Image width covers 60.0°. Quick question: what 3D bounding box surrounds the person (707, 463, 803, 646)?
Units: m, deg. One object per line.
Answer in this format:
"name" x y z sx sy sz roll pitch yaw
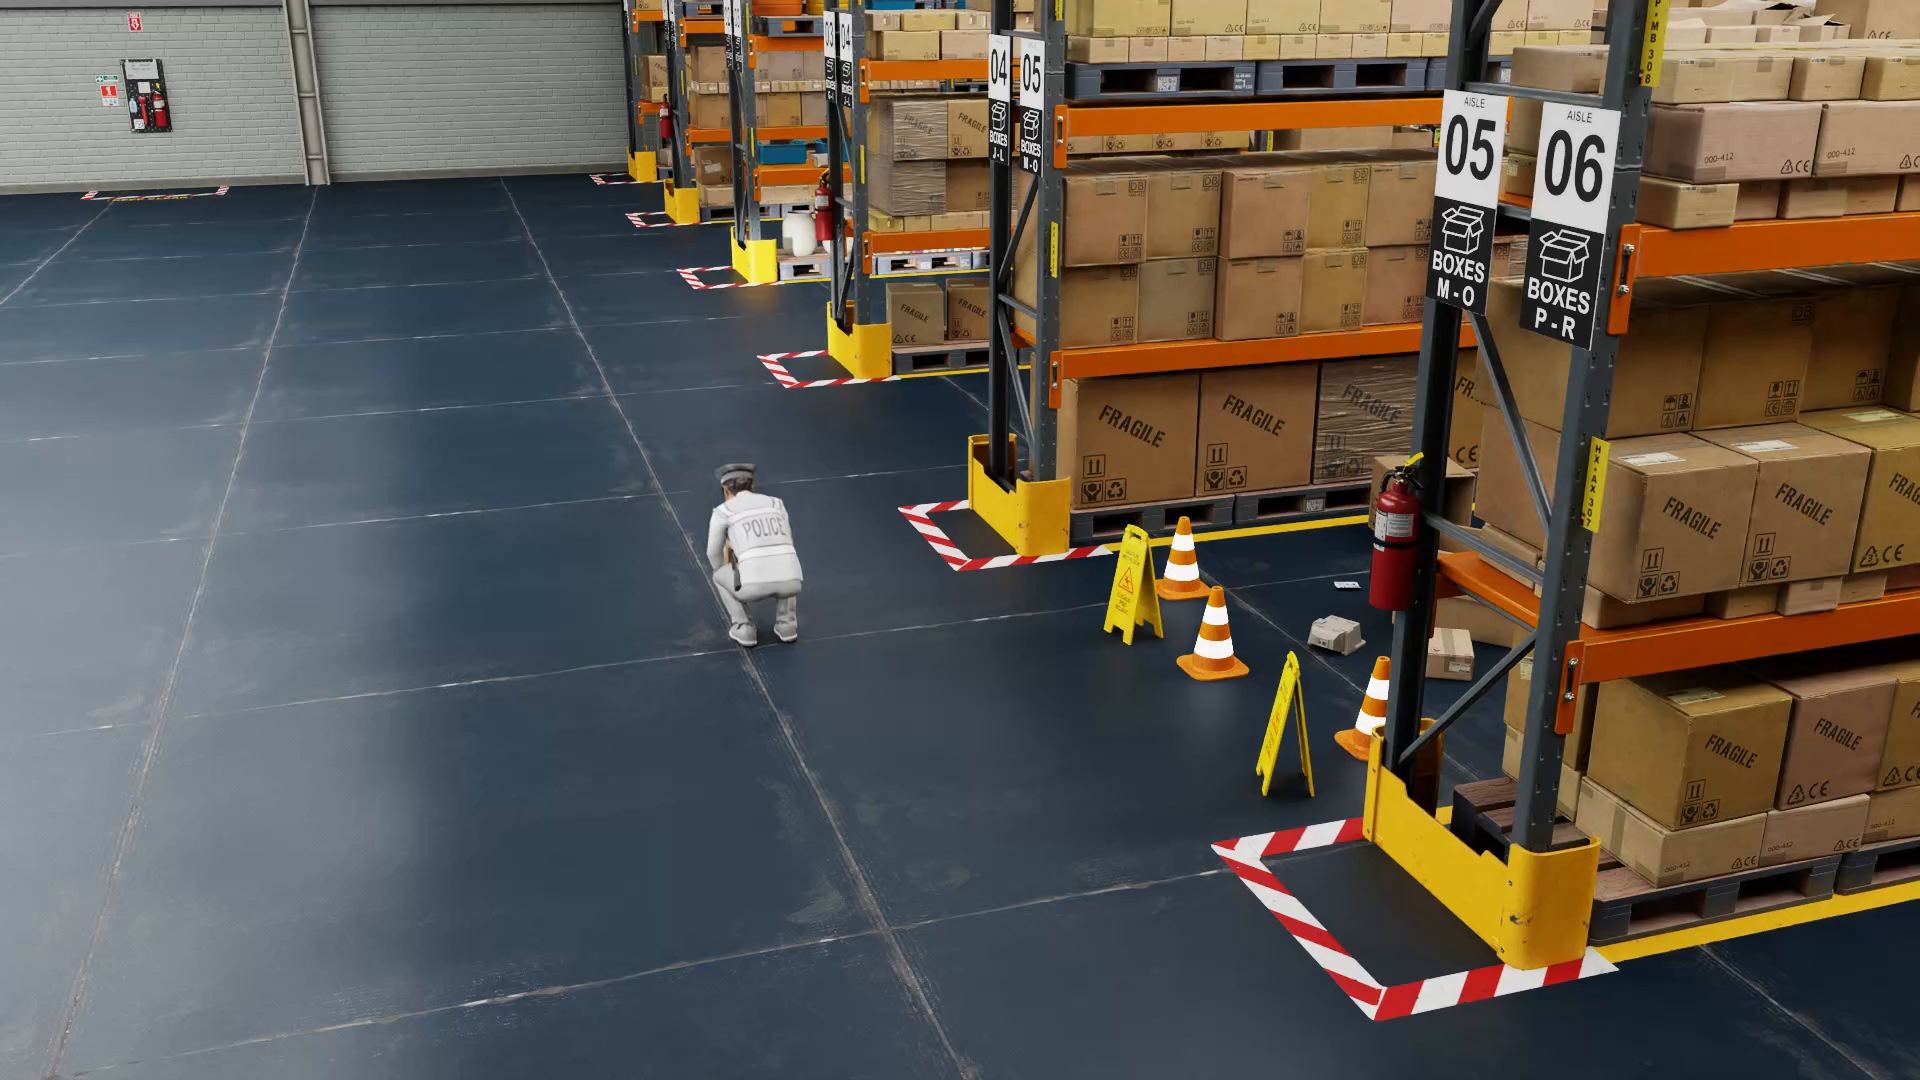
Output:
"person" -1.161 0.068 9.454 0.508 0.961 0.822 -6 20 -17
